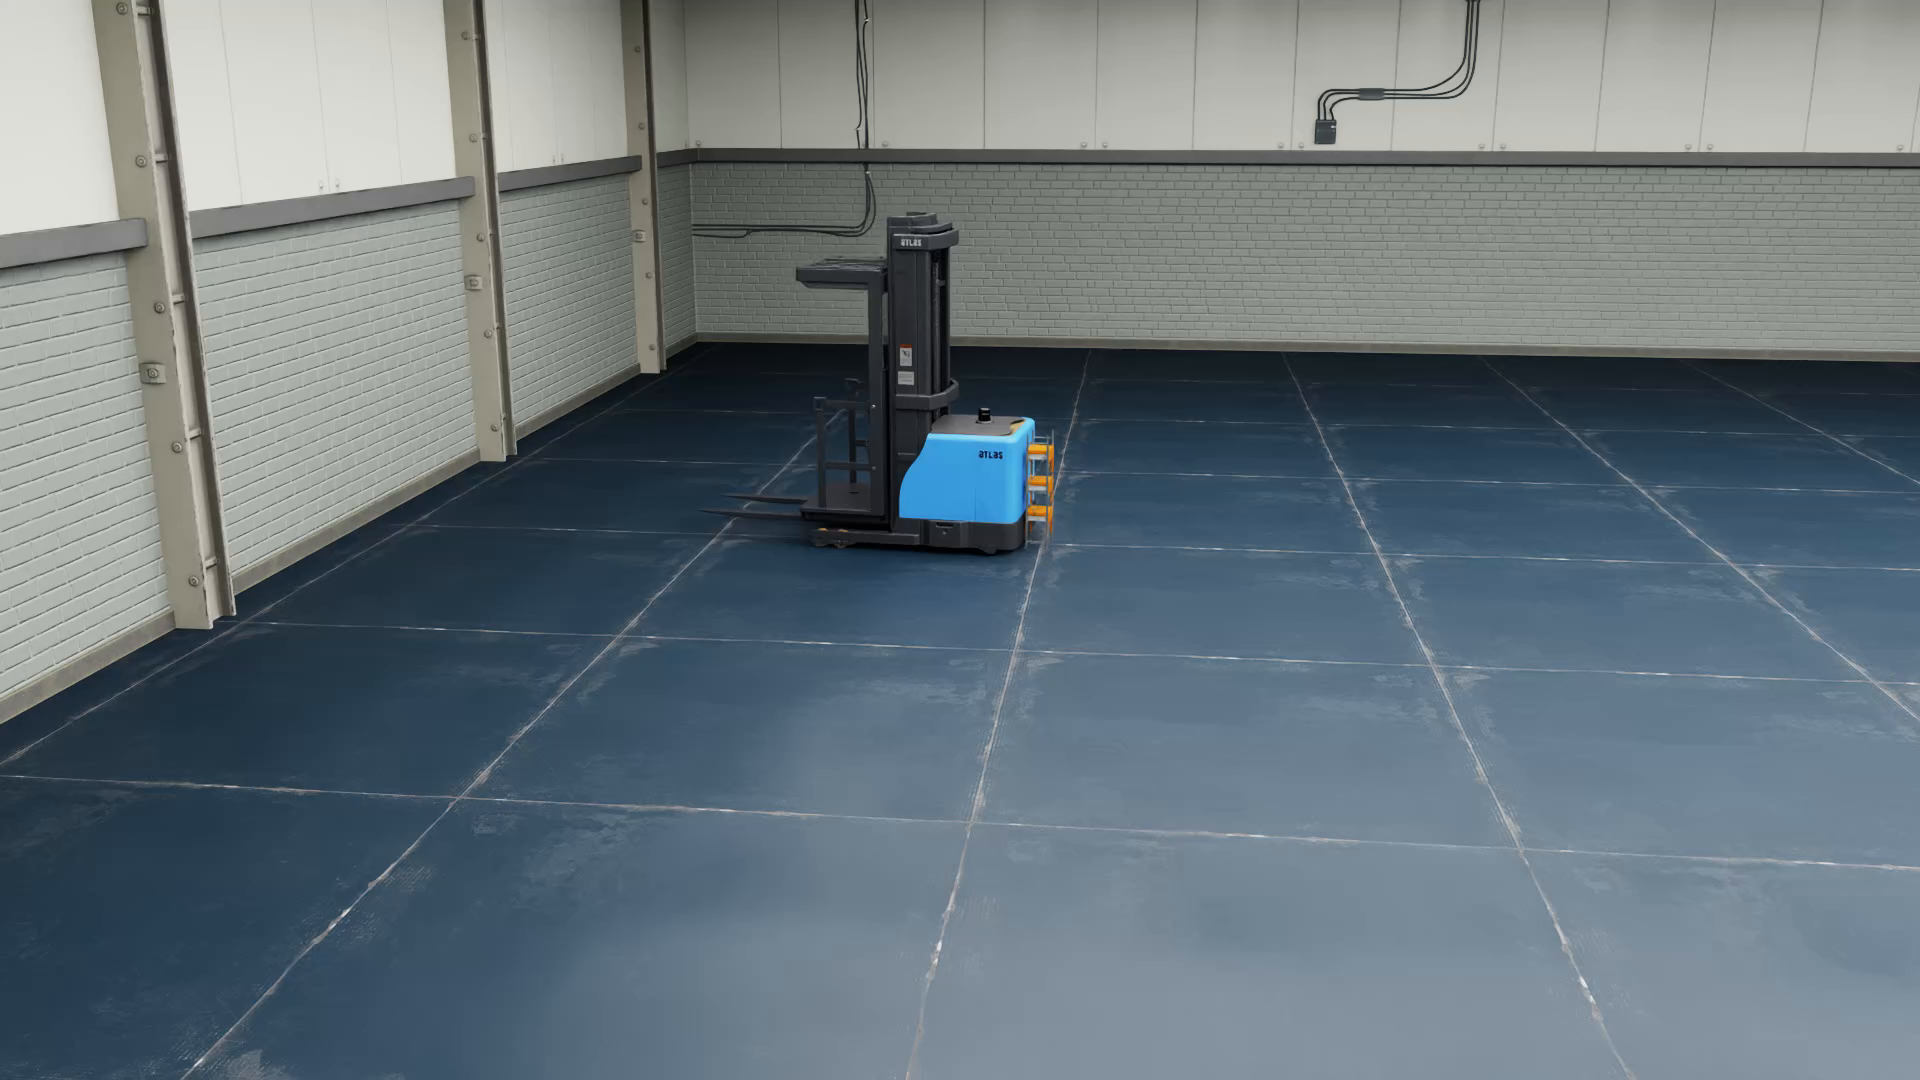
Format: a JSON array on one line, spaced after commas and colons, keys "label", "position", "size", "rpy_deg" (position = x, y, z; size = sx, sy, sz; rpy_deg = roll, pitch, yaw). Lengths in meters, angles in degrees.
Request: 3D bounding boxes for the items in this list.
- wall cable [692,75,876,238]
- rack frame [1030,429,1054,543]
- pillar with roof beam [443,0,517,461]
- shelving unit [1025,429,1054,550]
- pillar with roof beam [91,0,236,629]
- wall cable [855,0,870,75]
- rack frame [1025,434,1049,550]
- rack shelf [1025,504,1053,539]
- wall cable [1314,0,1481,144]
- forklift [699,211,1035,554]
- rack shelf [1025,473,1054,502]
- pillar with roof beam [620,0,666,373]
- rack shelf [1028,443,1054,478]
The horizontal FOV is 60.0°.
[{"label": "wall cable", "position": [-2.874, -6.055, 26.353], "size": [3.097, 2.526, 0.112], "rpy_deg": [2, 15, 6]}, {"label": "rack frame", "position": [0.739, -0.482, 15.020], "size": [0.200, 1.050, 0.008], "rpy_deg": [3, 16, 12]}, {"label": "pillar with roof beam", "position": [-0.919, -5.146, 17.042], "size": [9.100, 9.000, 0.400], "rpy_deg": [2, 15, 6]}, {"label": "shelving unit", "position": [0.712, -0.451, 14.906], "size": [0.215, 1.050, 0.252], "rpy_deg": [3, 16, 12]}, {"label": "pillar with roof beam", "position": [-1.596, -3.590, 11.287], "size": [9.100, 9.000, 0.400], "rpy_deg": [2, 15, 6]}, {"label": "wall cable", "position": [-0.185, -8.414, 25.399], "size": [3.097, 2.526, 0.112], "rpy_deg": [2, 15, 6]}, {"label": "rack frame", "position": [0.685, -0.420, 14.791], "size": [0.200, 1.050, 0.008], "rpy_deg": [3, 16, 12]}, {"label": "rack shelf", "position": [0.711, -0.172, 14.981], "size": [0.215, 0.259, 0.240], "rpy_deg": [3, 16, 12]}, {"label": "wall cable", "position": [6.558, -8.912, 24.454], "size": [2.305, 6.003, 0.169], "rpy_deg": [2, 15, 6]}, {"label": "forklift", "position": [-0.870, -1.472, 15.080], "size": [3.031, 2.935, 1.130], "rpy_deg": [3, 15, 12]}, {"label": "rack shelf", "position": [0.712, -0.441, 14.908], "size": [0.215, 0.259, 0.240], "rpy_deg": [3, 16, 12]}, {"label": "pillar with roof beam", "position": [-0.242, -6.702, 22.797], "size": [9.100, 9.000, 0.400], "rpy_deg": [2, 15, 6]}, {"label": "rack shelf", "position": [0.712, -0.715, 14.834], "size": [0.215, 0.259, 0.240], "rpy_deg": [3, 16, 12]}]
